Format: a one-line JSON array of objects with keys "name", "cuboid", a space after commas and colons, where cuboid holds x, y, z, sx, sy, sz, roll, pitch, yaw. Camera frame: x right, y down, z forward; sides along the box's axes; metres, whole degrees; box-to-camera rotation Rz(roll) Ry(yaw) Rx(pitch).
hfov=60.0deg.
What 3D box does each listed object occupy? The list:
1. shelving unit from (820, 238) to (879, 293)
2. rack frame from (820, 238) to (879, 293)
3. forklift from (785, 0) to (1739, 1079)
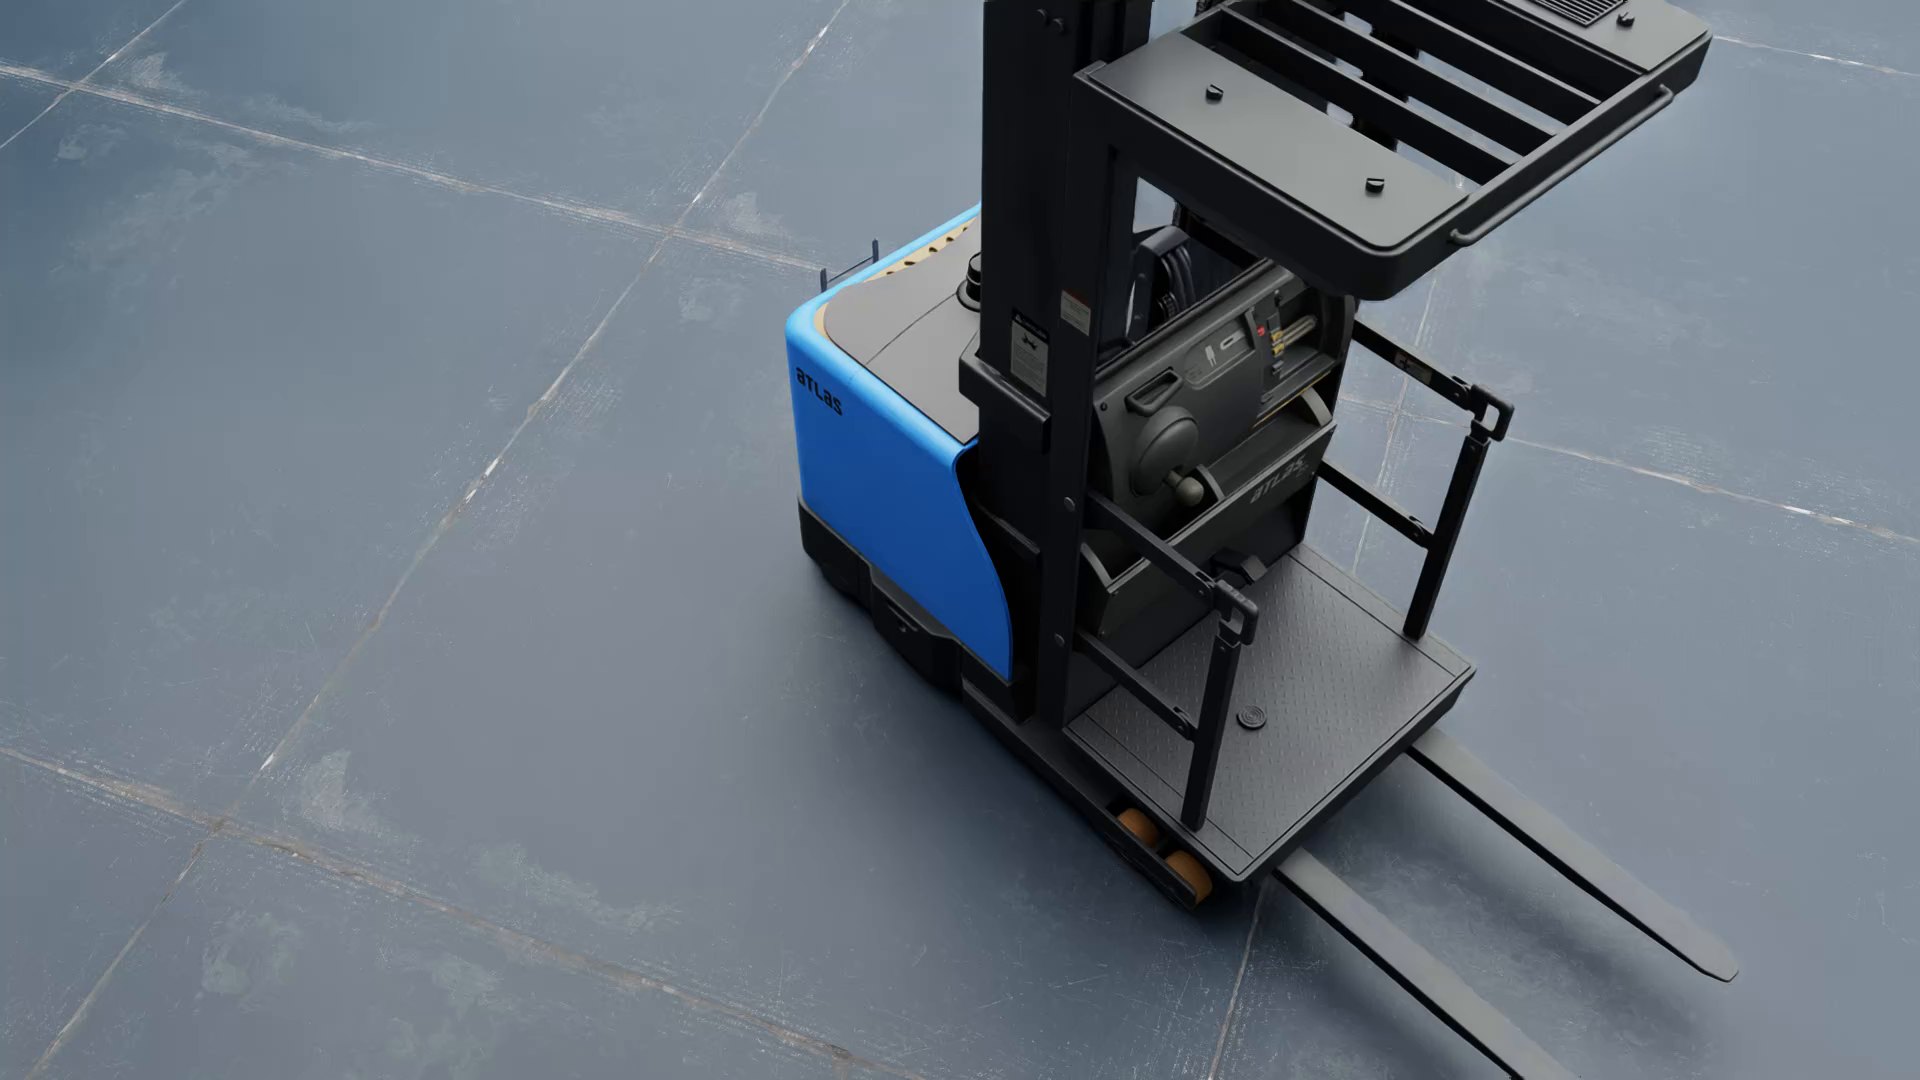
[{"name": "shelving unit", "cuboid": [-0.289, -0.569, 5.648, 0.258, 0.900, 0.210, -35, 57, -26]}, {"name": "rack frame", "cuboid": [-0.357, -0.626, 5.697, 0.240, 0.900, 0.006, -35, 57, -26]}, {"name": "forklift", "cuboid": [0.827, -0.340, 4.105, 1.130, 2.935, 3.031, -35, 57, -26]}]
